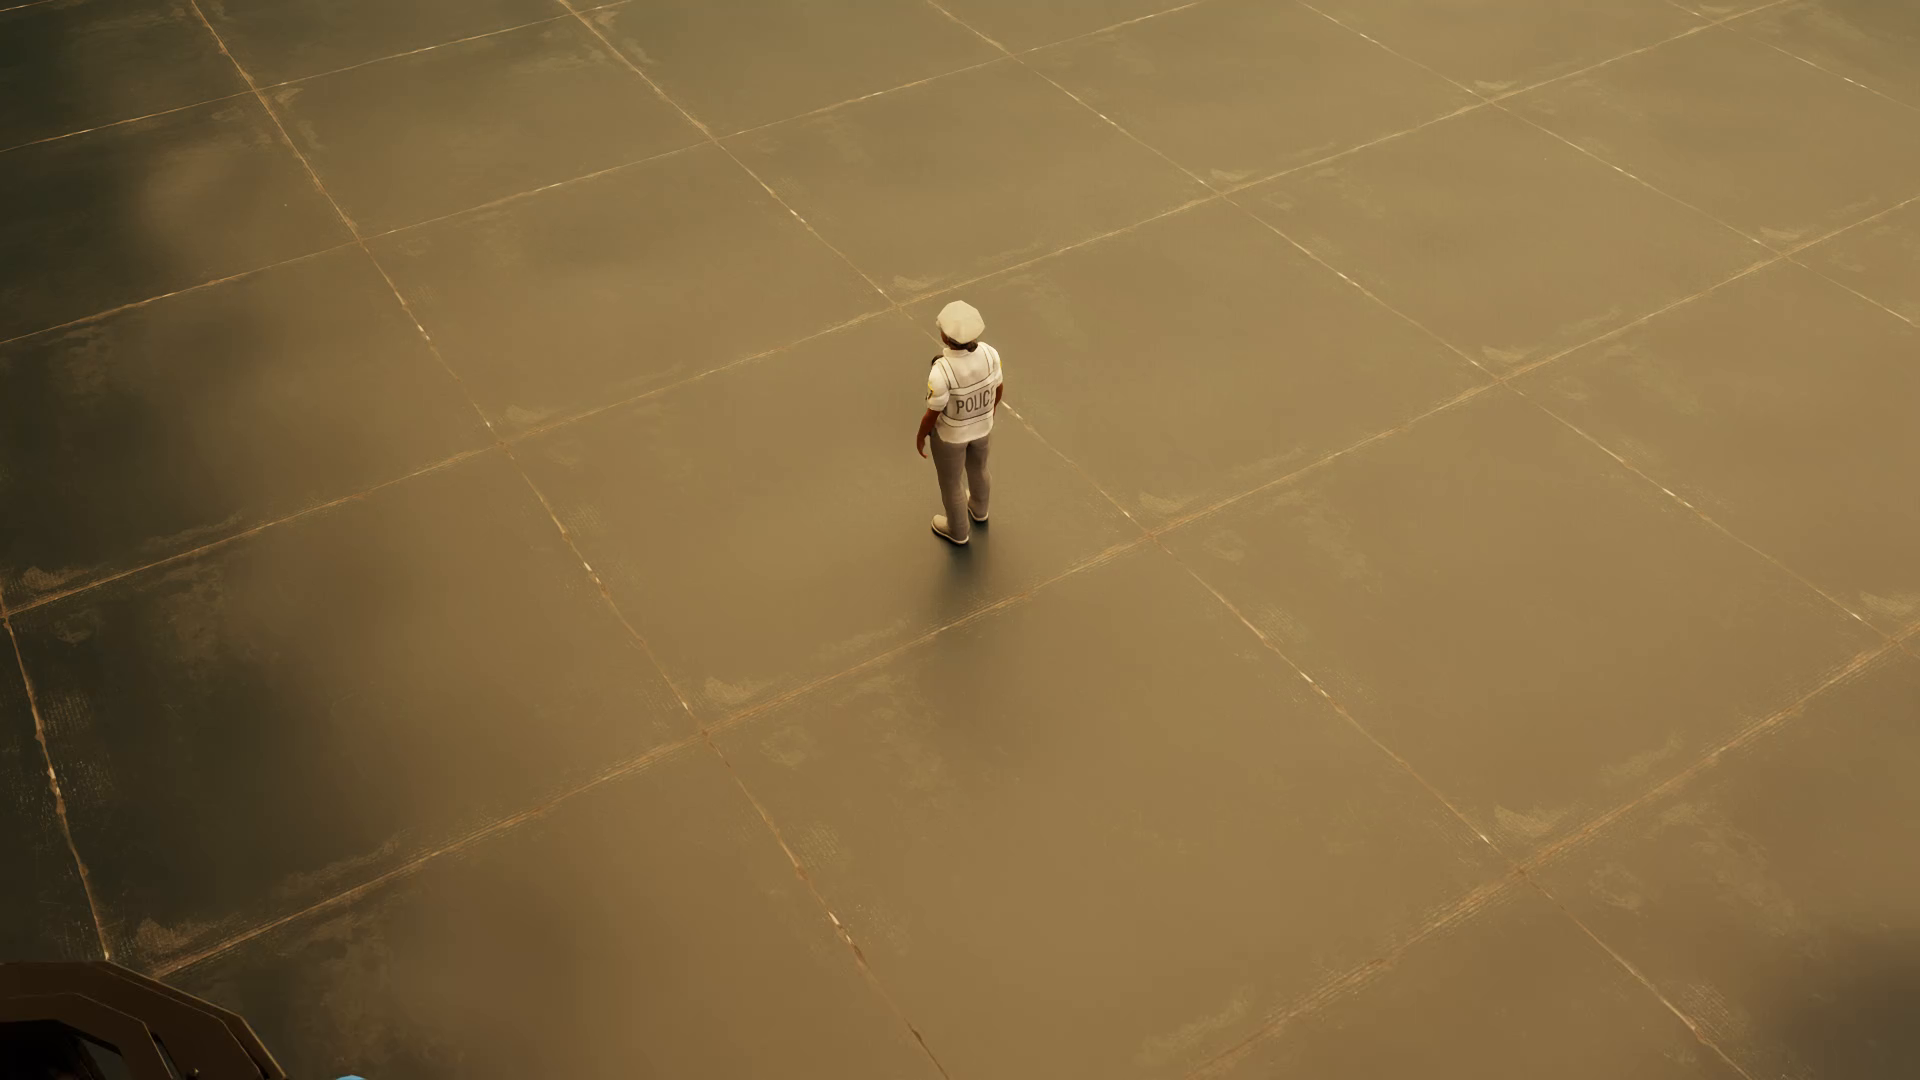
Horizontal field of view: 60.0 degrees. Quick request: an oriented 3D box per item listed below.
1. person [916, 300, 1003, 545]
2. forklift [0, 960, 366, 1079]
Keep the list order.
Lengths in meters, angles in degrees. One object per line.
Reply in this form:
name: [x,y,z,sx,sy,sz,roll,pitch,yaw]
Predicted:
person: [-0.023,-0.692,9.592,0.569,1.694,0.530,-23,46,-24]
forklift: [-2.437,2.703,4.778,1.130,2.935,3.031,15,43,17]
